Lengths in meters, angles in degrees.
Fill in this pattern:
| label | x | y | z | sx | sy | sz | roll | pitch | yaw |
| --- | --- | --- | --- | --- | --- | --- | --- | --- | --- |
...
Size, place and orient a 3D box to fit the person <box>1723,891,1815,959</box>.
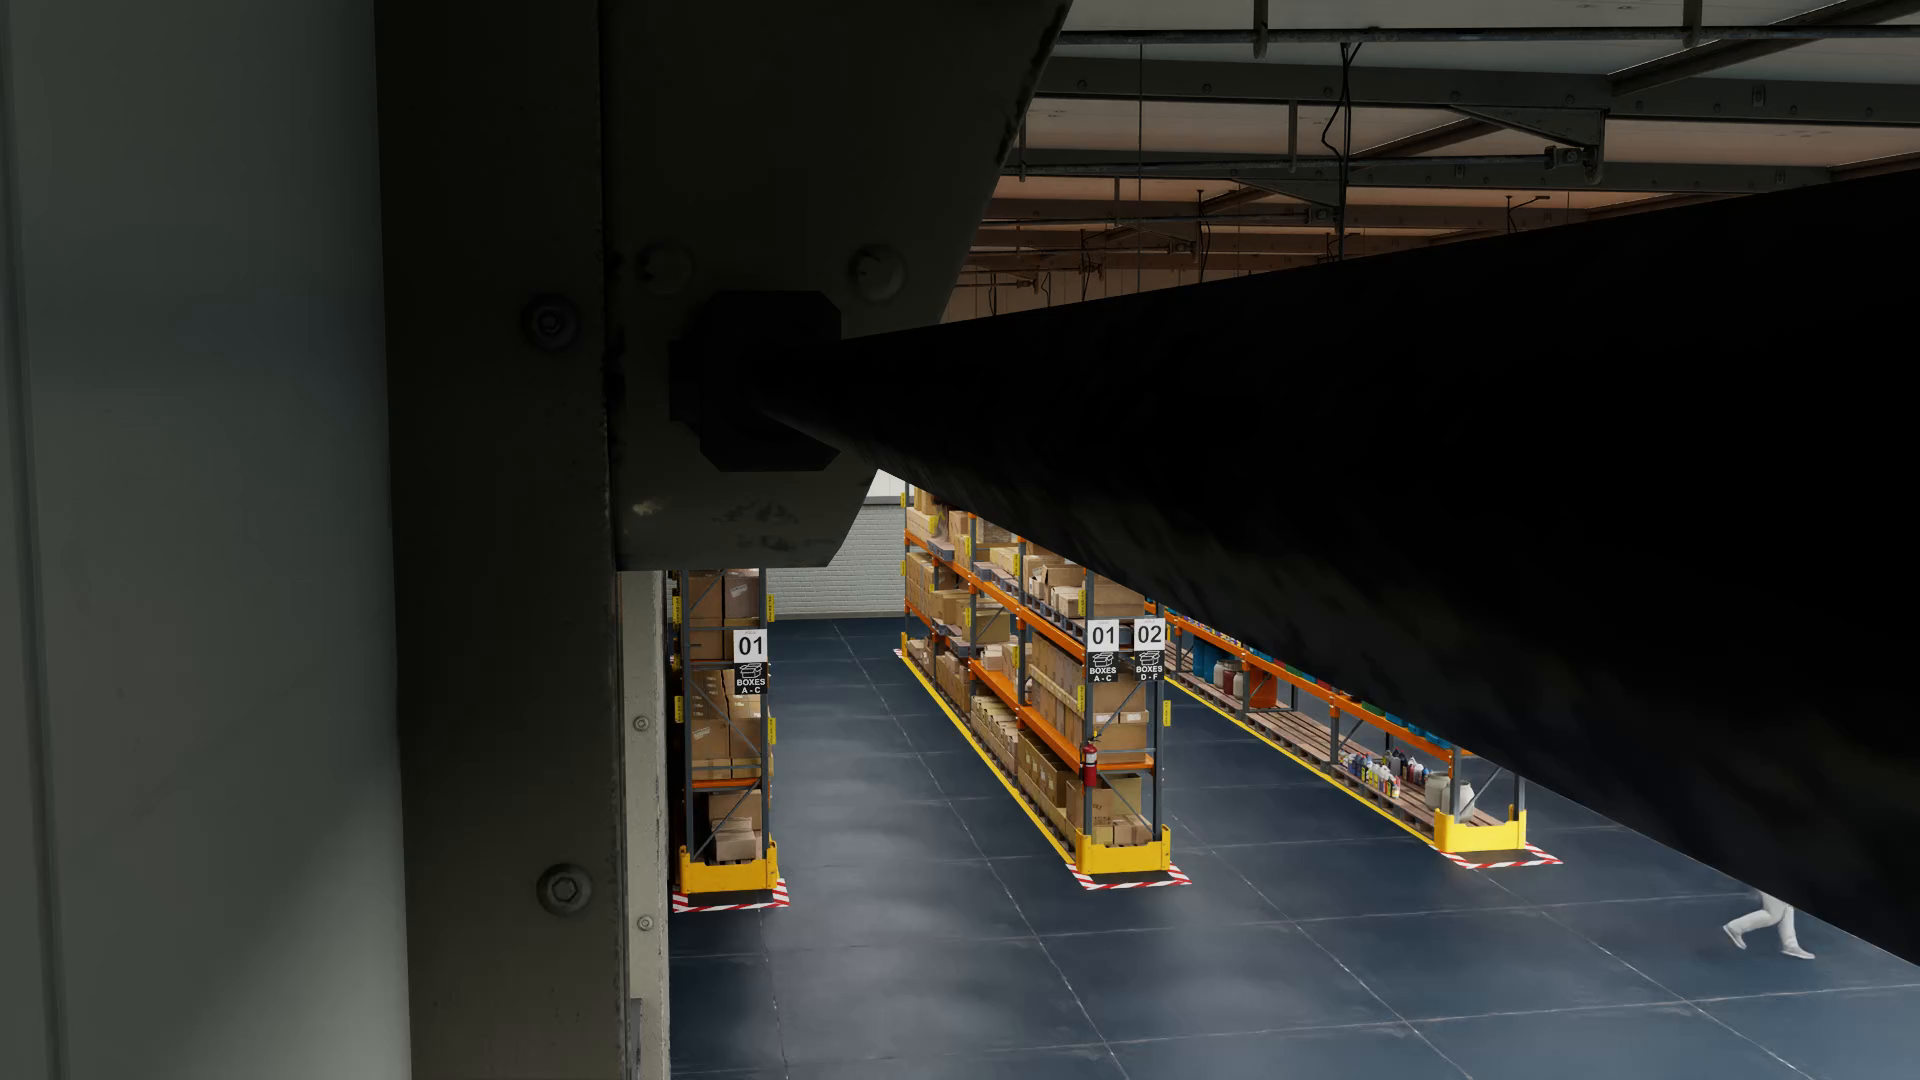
| label | x | y | z | sx | sy | sz | roll | pitch | yaw |
| --- | --- | --- | --- | --- | --- | --- | --- | --- | --- |
| person | 8.680 | 3.604 | 17.781 | 0.954 | 1.780 | 0.664 | 1 | 6 | 12 |
